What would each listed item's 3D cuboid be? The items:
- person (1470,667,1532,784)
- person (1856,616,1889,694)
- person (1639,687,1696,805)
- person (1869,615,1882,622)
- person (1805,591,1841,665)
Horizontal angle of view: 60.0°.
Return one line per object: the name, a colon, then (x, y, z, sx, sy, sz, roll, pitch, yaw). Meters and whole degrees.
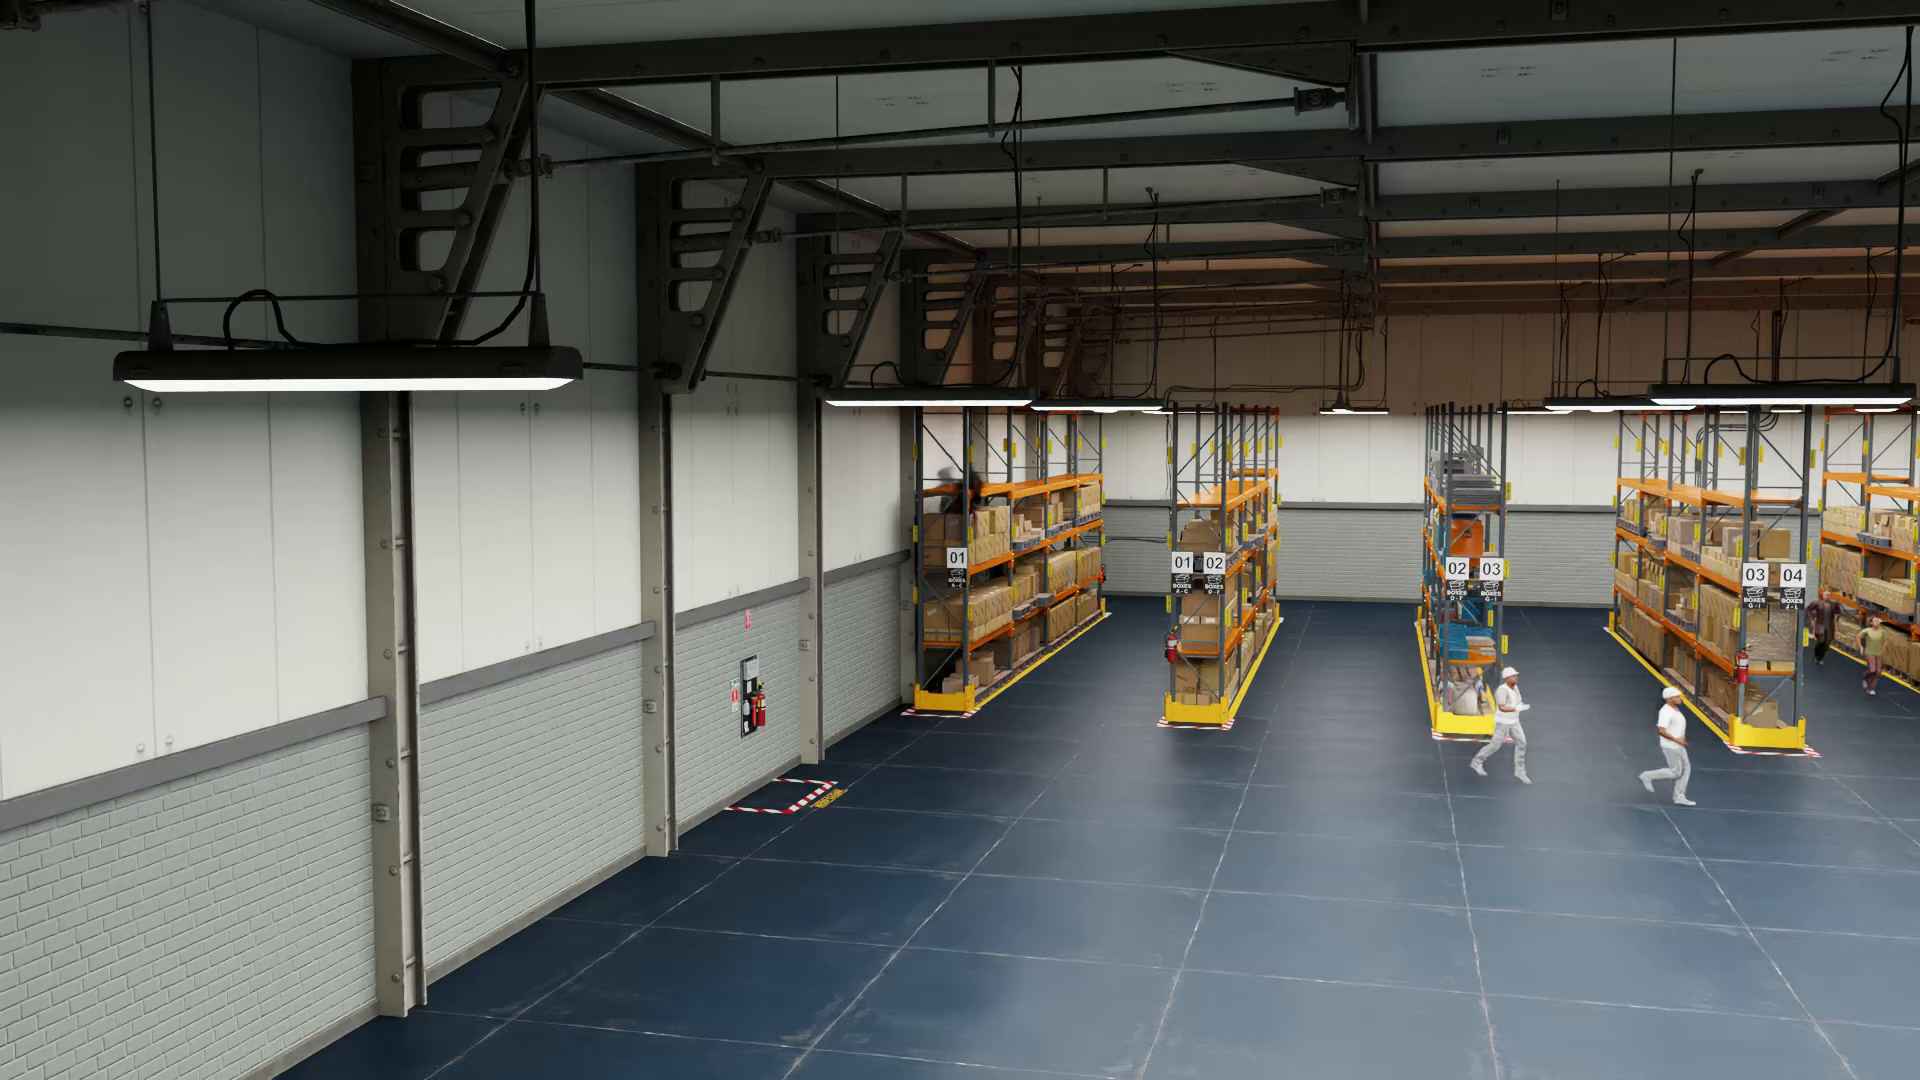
person: (8.555, 2.899, 26.189, 0.928, 1.832, 0.695, 4, 6, 43)
person: (18.863, 2.376, 34.316, 0.575, 1.627, 0.540, 1, 4, 9)
person: (10.518, 3.039, 24.632, 0.787, 1.735, 0.698, 3, 5, 35)
person: (24.030, 1.594, 43.659, 0.697, 1.644, 0.744, -2, 5, -23)
person: (19.865, 2.028, 38.203, 0.707, 1.736, 0.693, 1, 4, 9)
